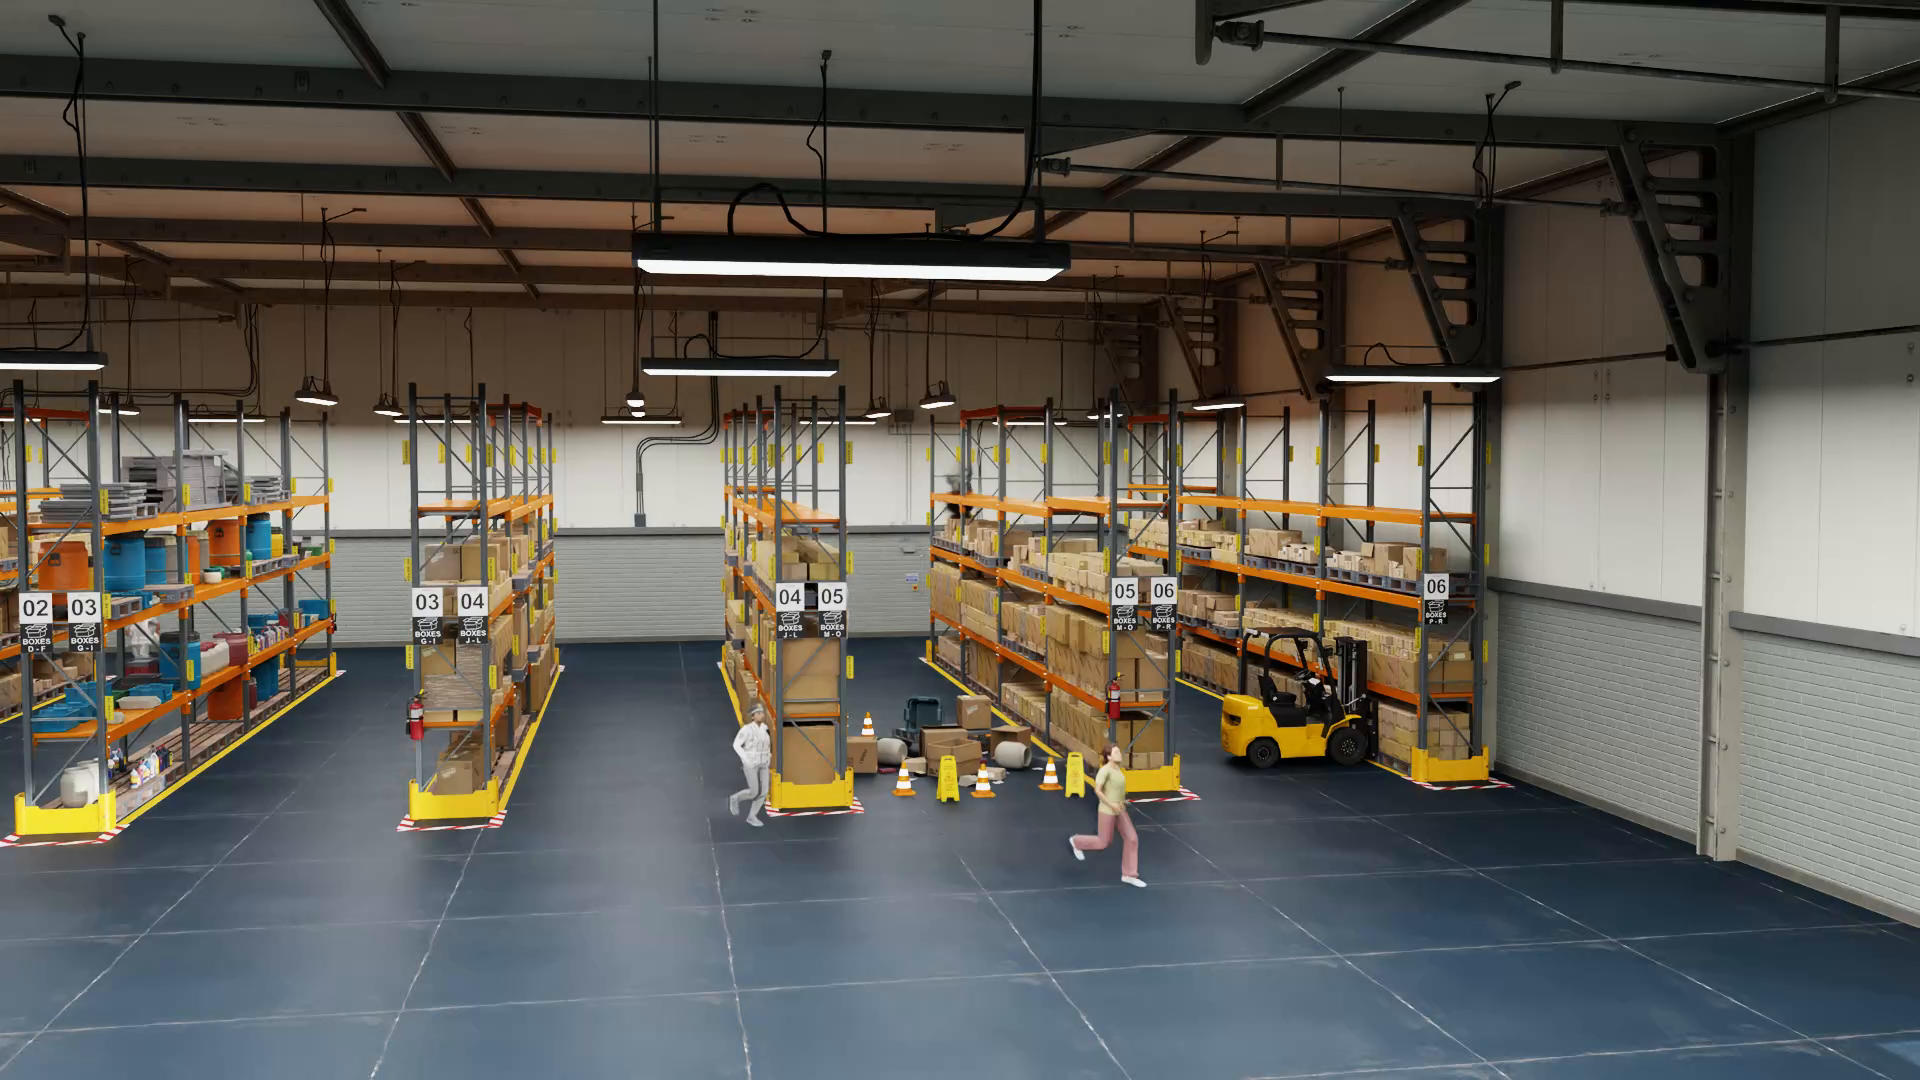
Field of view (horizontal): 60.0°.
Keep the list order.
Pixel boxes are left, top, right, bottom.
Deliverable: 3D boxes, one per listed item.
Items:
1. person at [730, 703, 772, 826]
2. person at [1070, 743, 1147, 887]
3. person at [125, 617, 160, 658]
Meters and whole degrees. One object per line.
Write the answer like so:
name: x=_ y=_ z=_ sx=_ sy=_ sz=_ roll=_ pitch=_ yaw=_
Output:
person: x=-2.818 y=3.034 z=22.662 sx=0.566 sy=1.643 sz=0.646 roll=2 pitch=4 yaw=41
person: x=1.752 y=3.212 z=19.583 sx=0.996 sy=1.652 sz=0.561 roll=2 pitch=4 yaw=39
person: x=-17.784 y=2.287 z=36.077 sx=0.656 sy=1.806 sz=0.698 roll=0 pitch=3 yaw=-5
